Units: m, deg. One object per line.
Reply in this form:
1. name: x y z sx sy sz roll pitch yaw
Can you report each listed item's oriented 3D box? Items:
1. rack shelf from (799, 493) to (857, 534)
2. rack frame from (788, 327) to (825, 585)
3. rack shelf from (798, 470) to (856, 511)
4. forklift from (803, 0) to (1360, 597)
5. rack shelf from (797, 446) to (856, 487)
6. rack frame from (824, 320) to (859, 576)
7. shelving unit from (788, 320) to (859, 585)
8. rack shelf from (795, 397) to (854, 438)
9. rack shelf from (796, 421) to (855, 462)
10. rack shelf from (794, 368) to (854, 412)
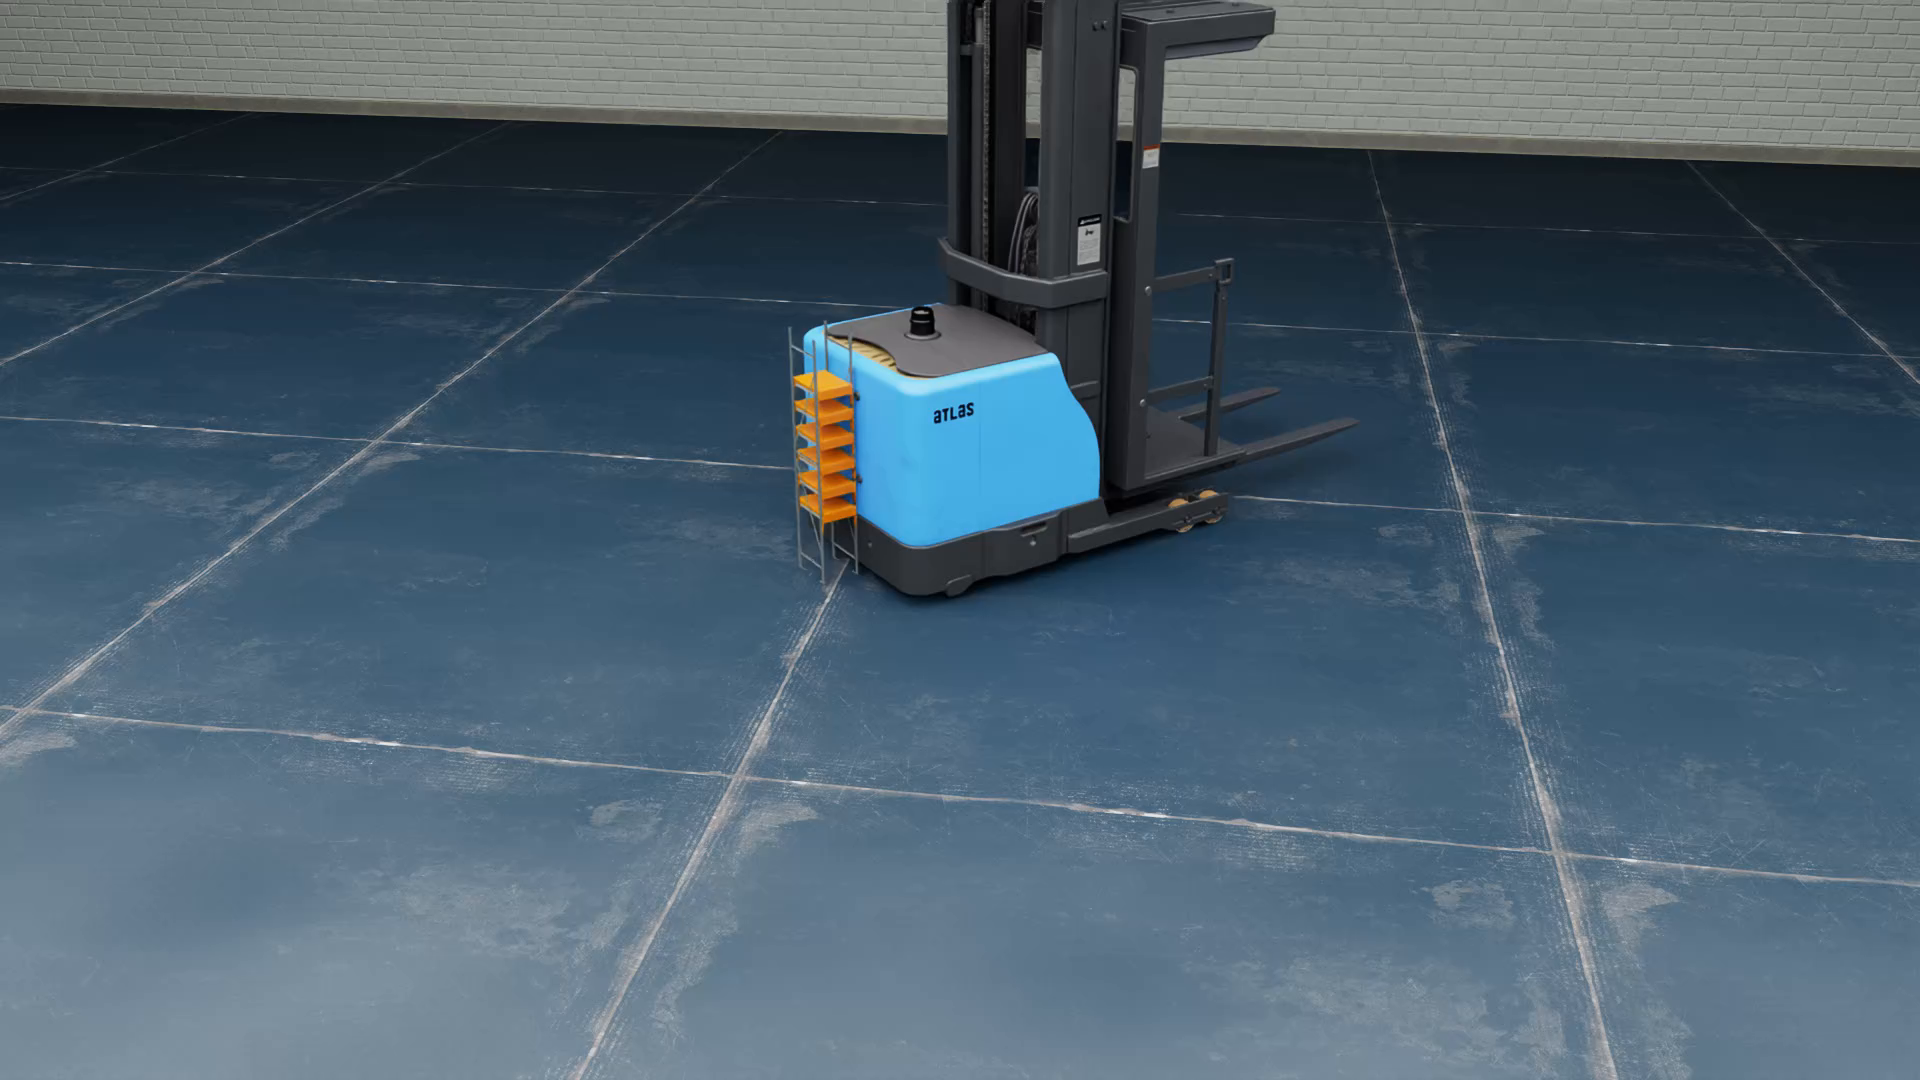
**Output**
1. rack shelf: -0.626 -0.137 7.798 0.180 0.103 0.258 -16 29 -30
2. rack frame: -0.702 -0.373 7.631 0.006 1.200 0.240 -16 29 -30
3. rack shelf: -0.626 -0.246 7.747 0.180 0.103 0.258 -16 29 -30
4. forklift: 0.753 -1.534 8.070 3.031 2.935 1.130 -16 29 -30
5. rack shelf: -0.626 -0.354 7.696 0.180 0.103 0.258 -16 29 -30
6. rack frame: -0.550 -0.416 7.724 0.006 1.200 0.240 -16 29 -30
7. shelving unit: -0.626 -0.395 7.678 0.189 1.200 0.258 -16 29 -30
8. rack shelf: -0.626 -0.572 7.595 0.180 0.103 0.258 -16 29 -30
9. rack shelf: -0.626 -0.463 7.646 0.180 0.103 0.258 -16 29 -30
10. rack shelf: -0.626 -0.680 7.544 0.180 0.103 0.258 -16 29 -30
